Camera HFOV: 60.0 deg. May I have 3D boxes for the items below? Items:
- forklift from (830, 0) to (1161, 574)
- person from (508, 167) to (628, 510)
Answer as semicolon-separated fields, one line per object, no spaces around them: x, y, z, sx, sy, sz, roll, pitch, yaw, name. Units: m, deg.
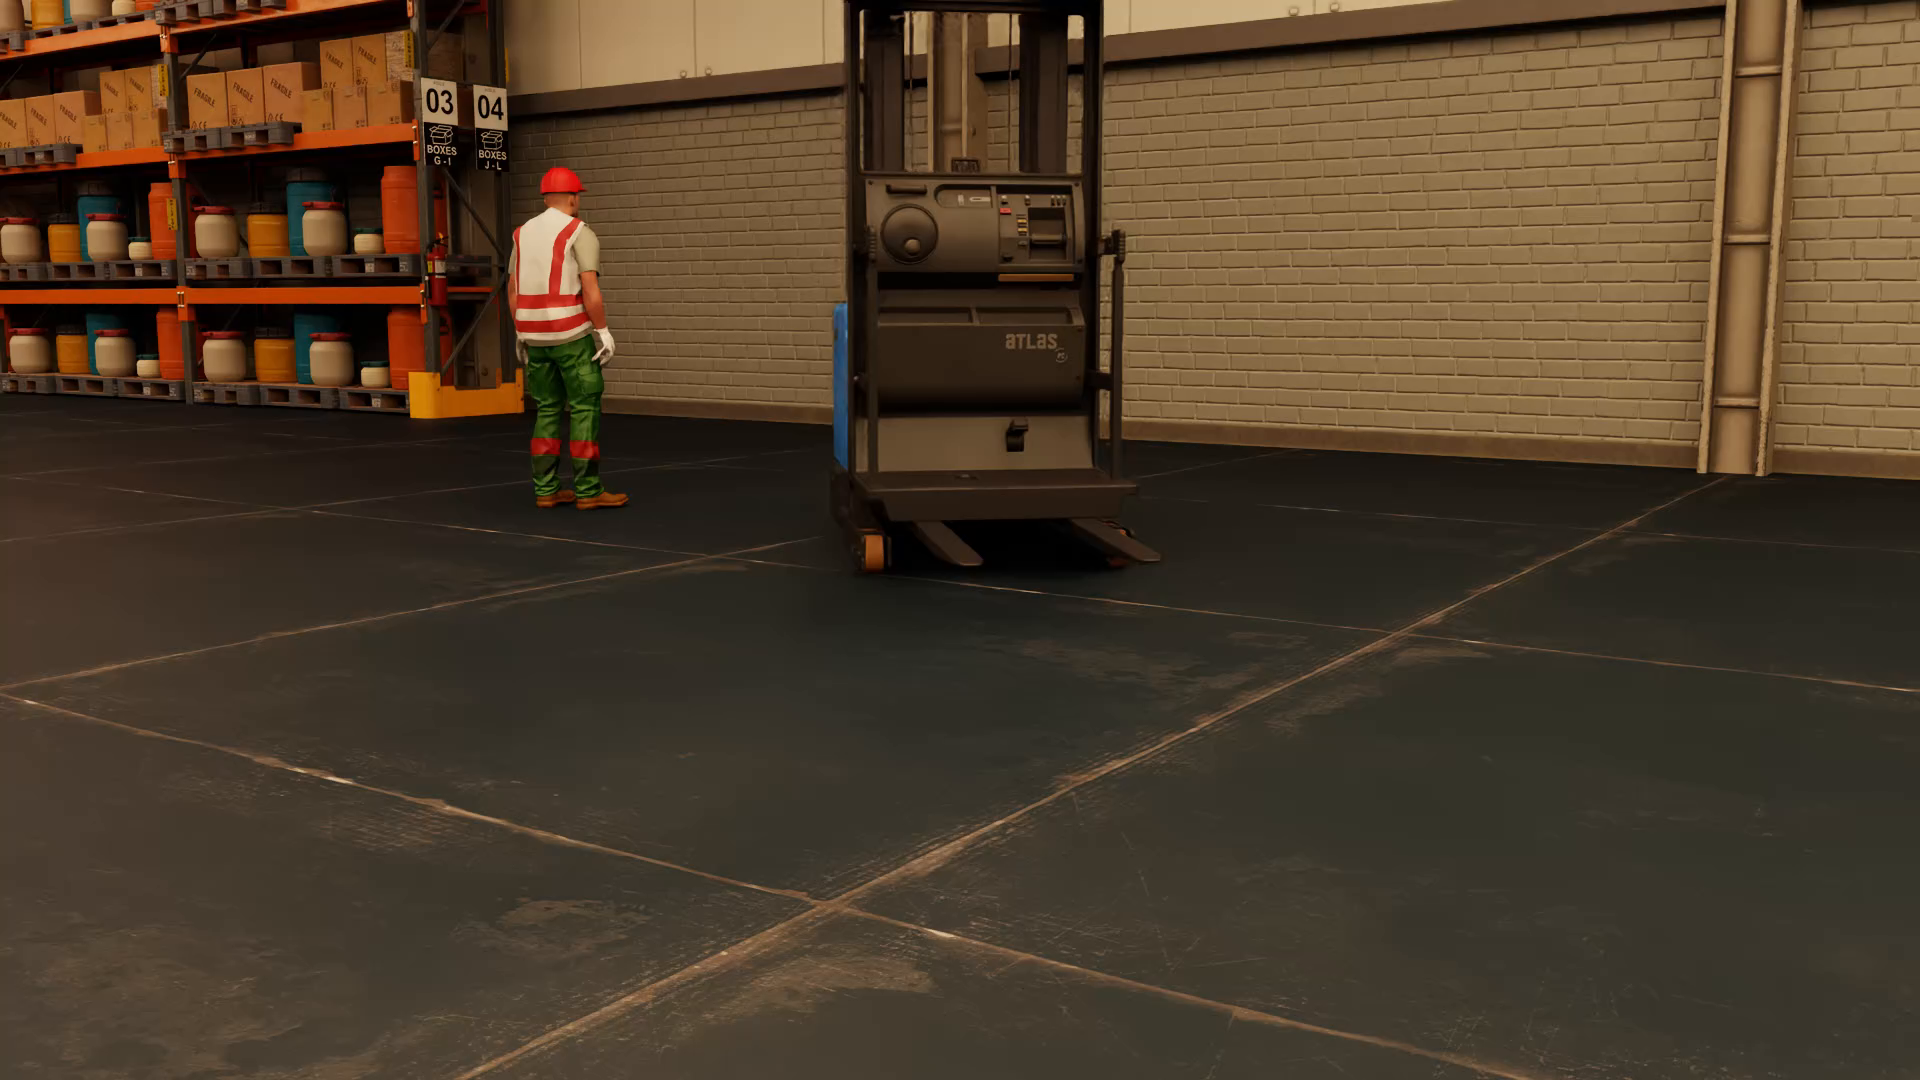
0.101;-1.366;6.800;1.130;2.935;3.031;-1;8;-9;forklift
-2.092;-1.061;8.758;0.618;1.779;0.451;4;9;27;person
